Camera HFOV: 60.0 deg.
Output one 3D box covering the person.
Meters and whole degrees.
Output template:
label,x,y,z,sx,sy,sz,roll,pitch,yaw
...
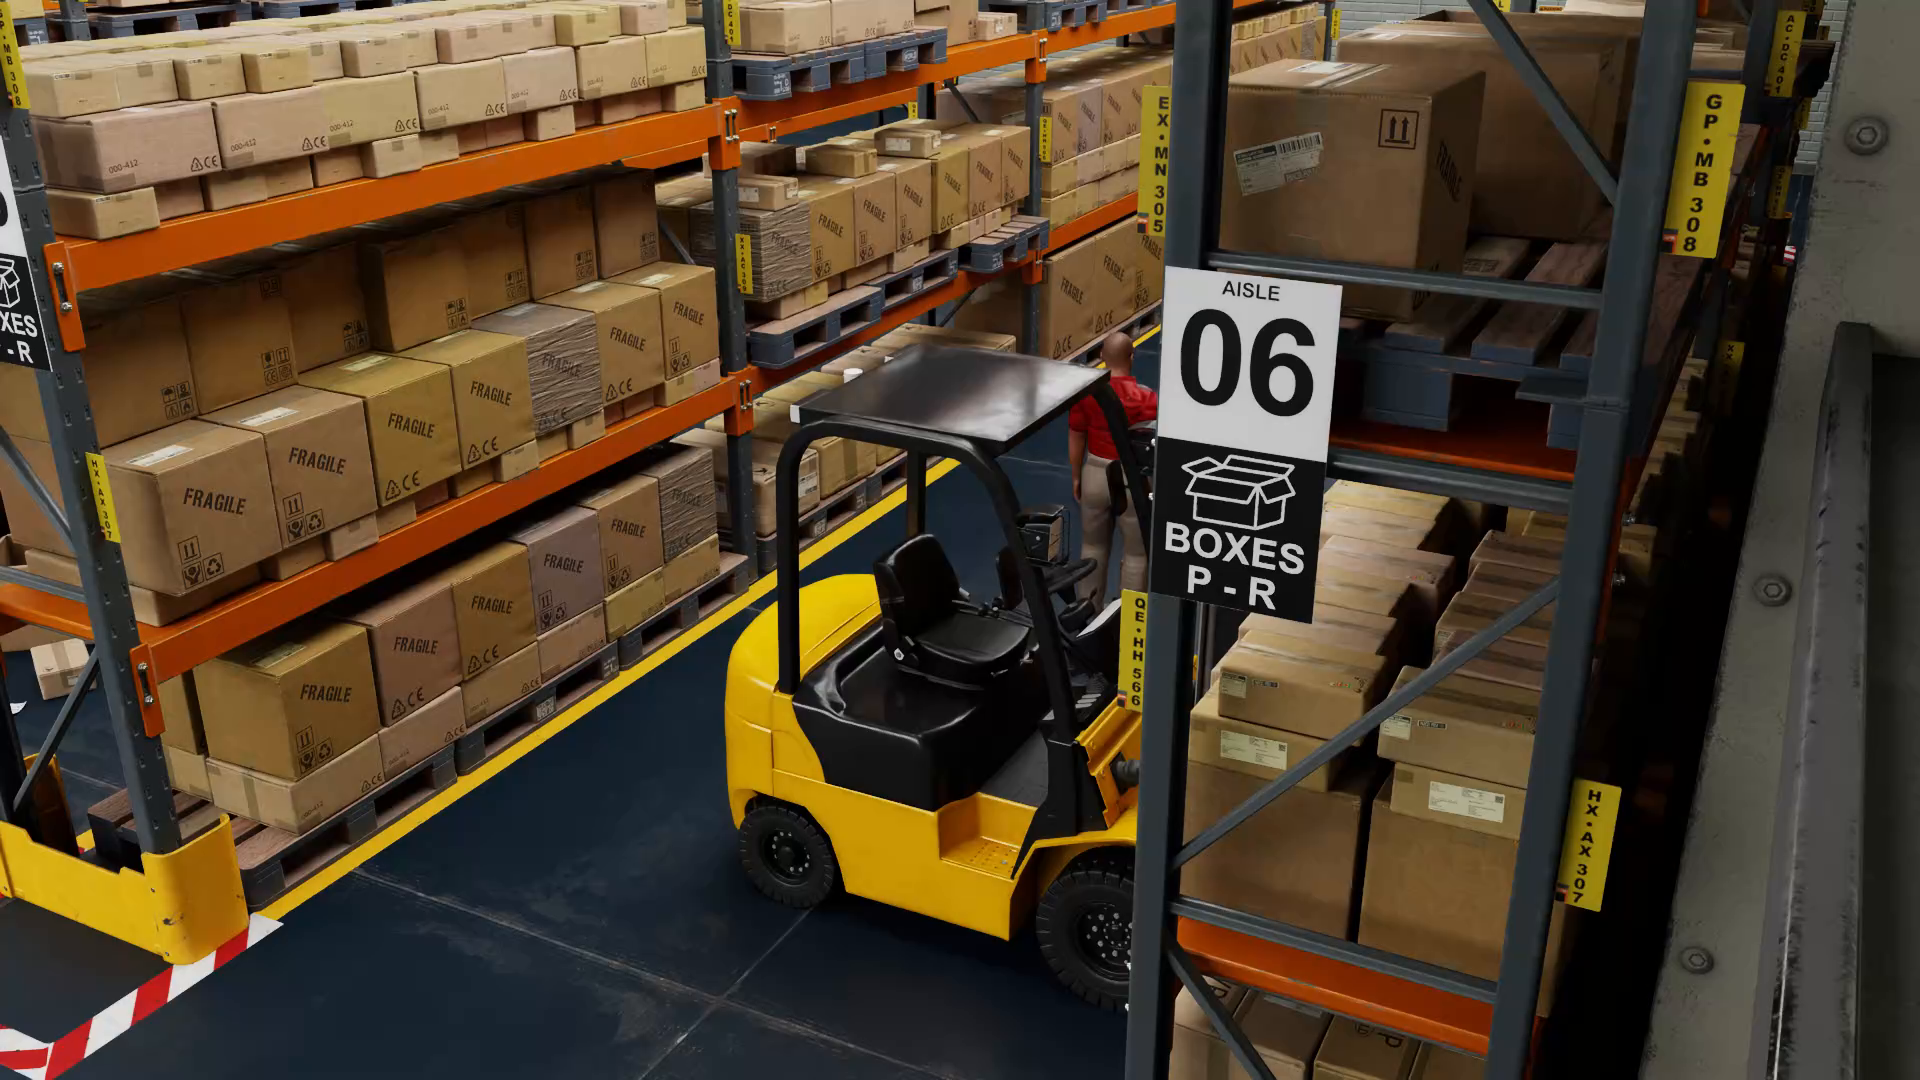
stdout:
label,x,y,z,sx,sy,sz,roll,pitch,yaw
person,0.850,-0.275,9.011,0.533,1.774,0.394,12,25,26
